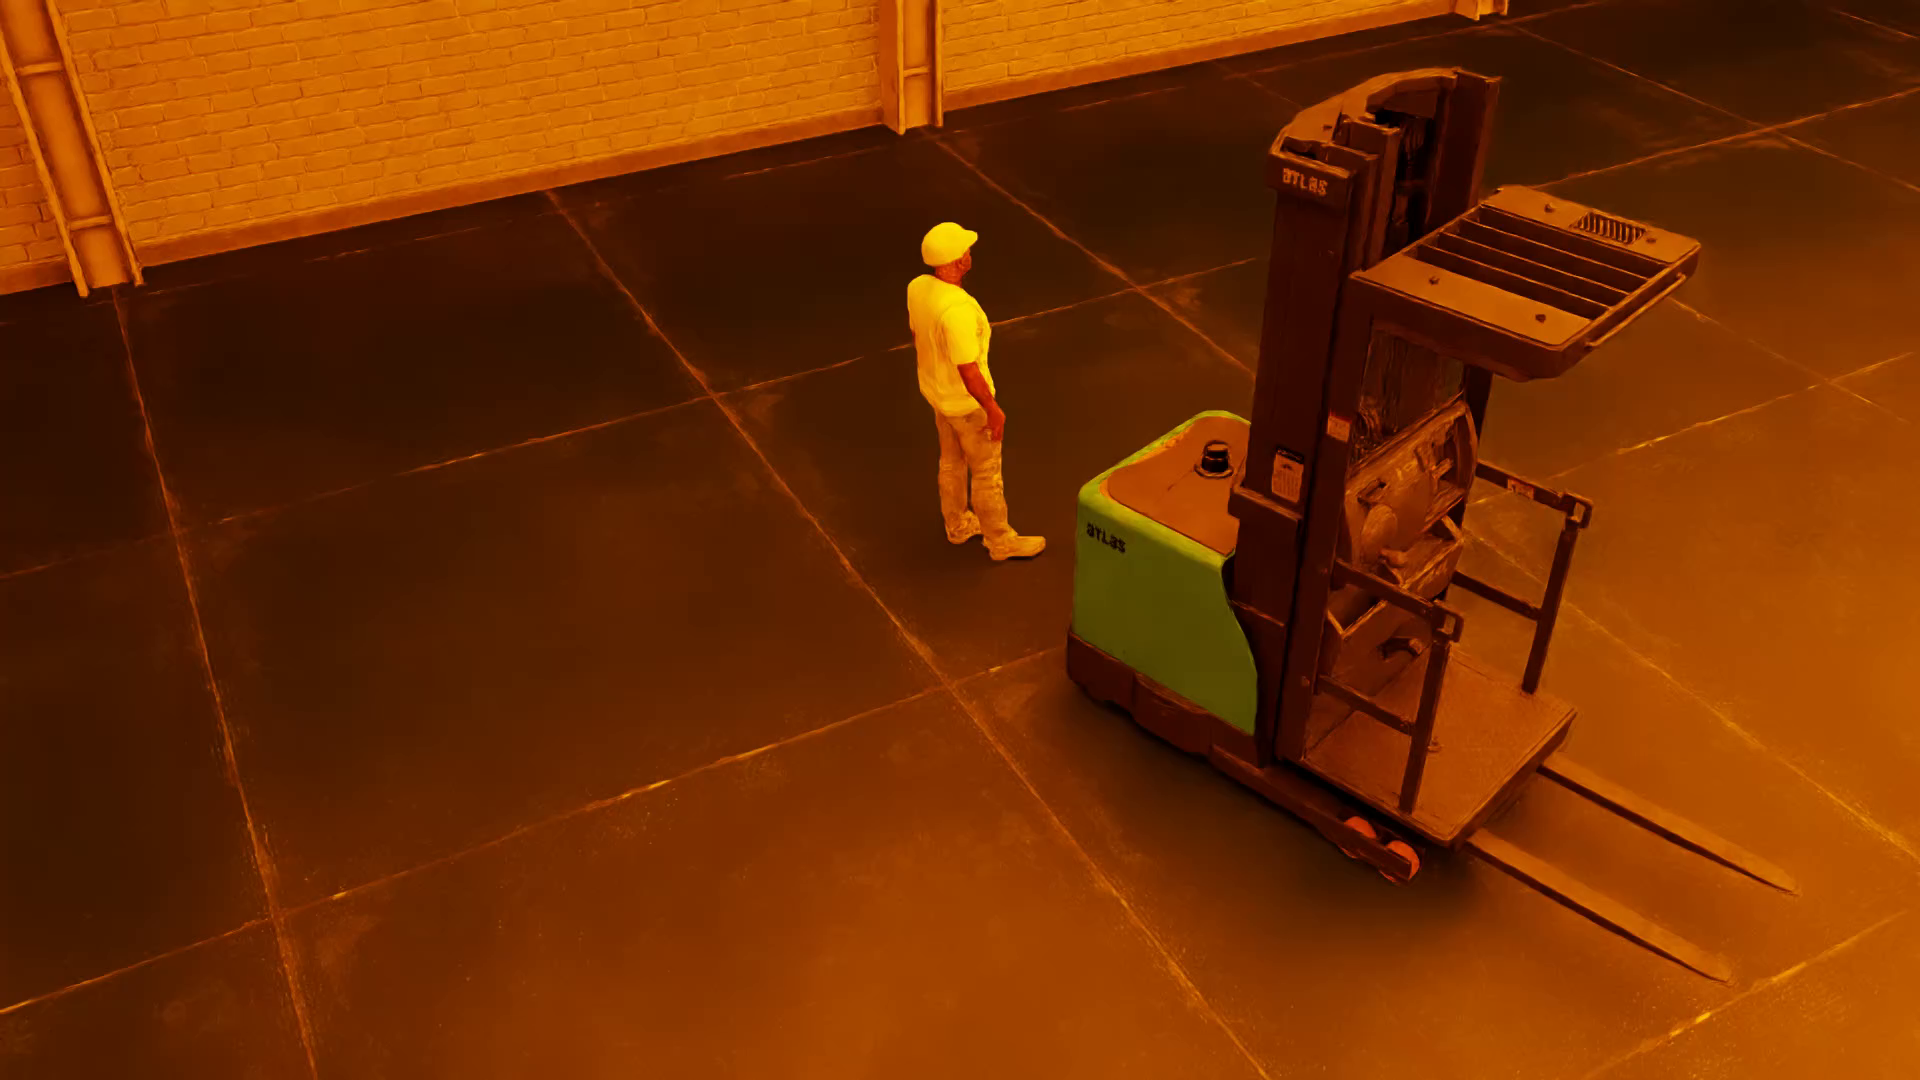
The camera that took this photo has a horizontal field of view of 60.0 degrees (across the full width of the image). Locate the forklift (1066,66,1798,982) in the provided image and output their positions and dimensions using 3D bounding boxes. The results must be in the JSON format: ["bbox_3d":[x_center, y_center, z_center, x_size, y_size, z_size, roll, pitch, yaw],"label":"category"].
[{"bbox_3d":[1.905,-0.158,6.347,3.031,2.935,1.130,29,44,34],"label":"forklift"}]

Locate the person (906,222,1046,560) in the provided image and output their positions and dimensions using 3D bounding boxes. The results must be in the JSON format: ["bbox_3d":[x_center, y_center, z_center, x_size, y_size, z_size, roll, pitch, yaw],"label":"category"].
[{"bbox_3d":[0.064,-0.743,8.171,0.576,1.766,0.665,-17,39,-23],"label":"person"}]
